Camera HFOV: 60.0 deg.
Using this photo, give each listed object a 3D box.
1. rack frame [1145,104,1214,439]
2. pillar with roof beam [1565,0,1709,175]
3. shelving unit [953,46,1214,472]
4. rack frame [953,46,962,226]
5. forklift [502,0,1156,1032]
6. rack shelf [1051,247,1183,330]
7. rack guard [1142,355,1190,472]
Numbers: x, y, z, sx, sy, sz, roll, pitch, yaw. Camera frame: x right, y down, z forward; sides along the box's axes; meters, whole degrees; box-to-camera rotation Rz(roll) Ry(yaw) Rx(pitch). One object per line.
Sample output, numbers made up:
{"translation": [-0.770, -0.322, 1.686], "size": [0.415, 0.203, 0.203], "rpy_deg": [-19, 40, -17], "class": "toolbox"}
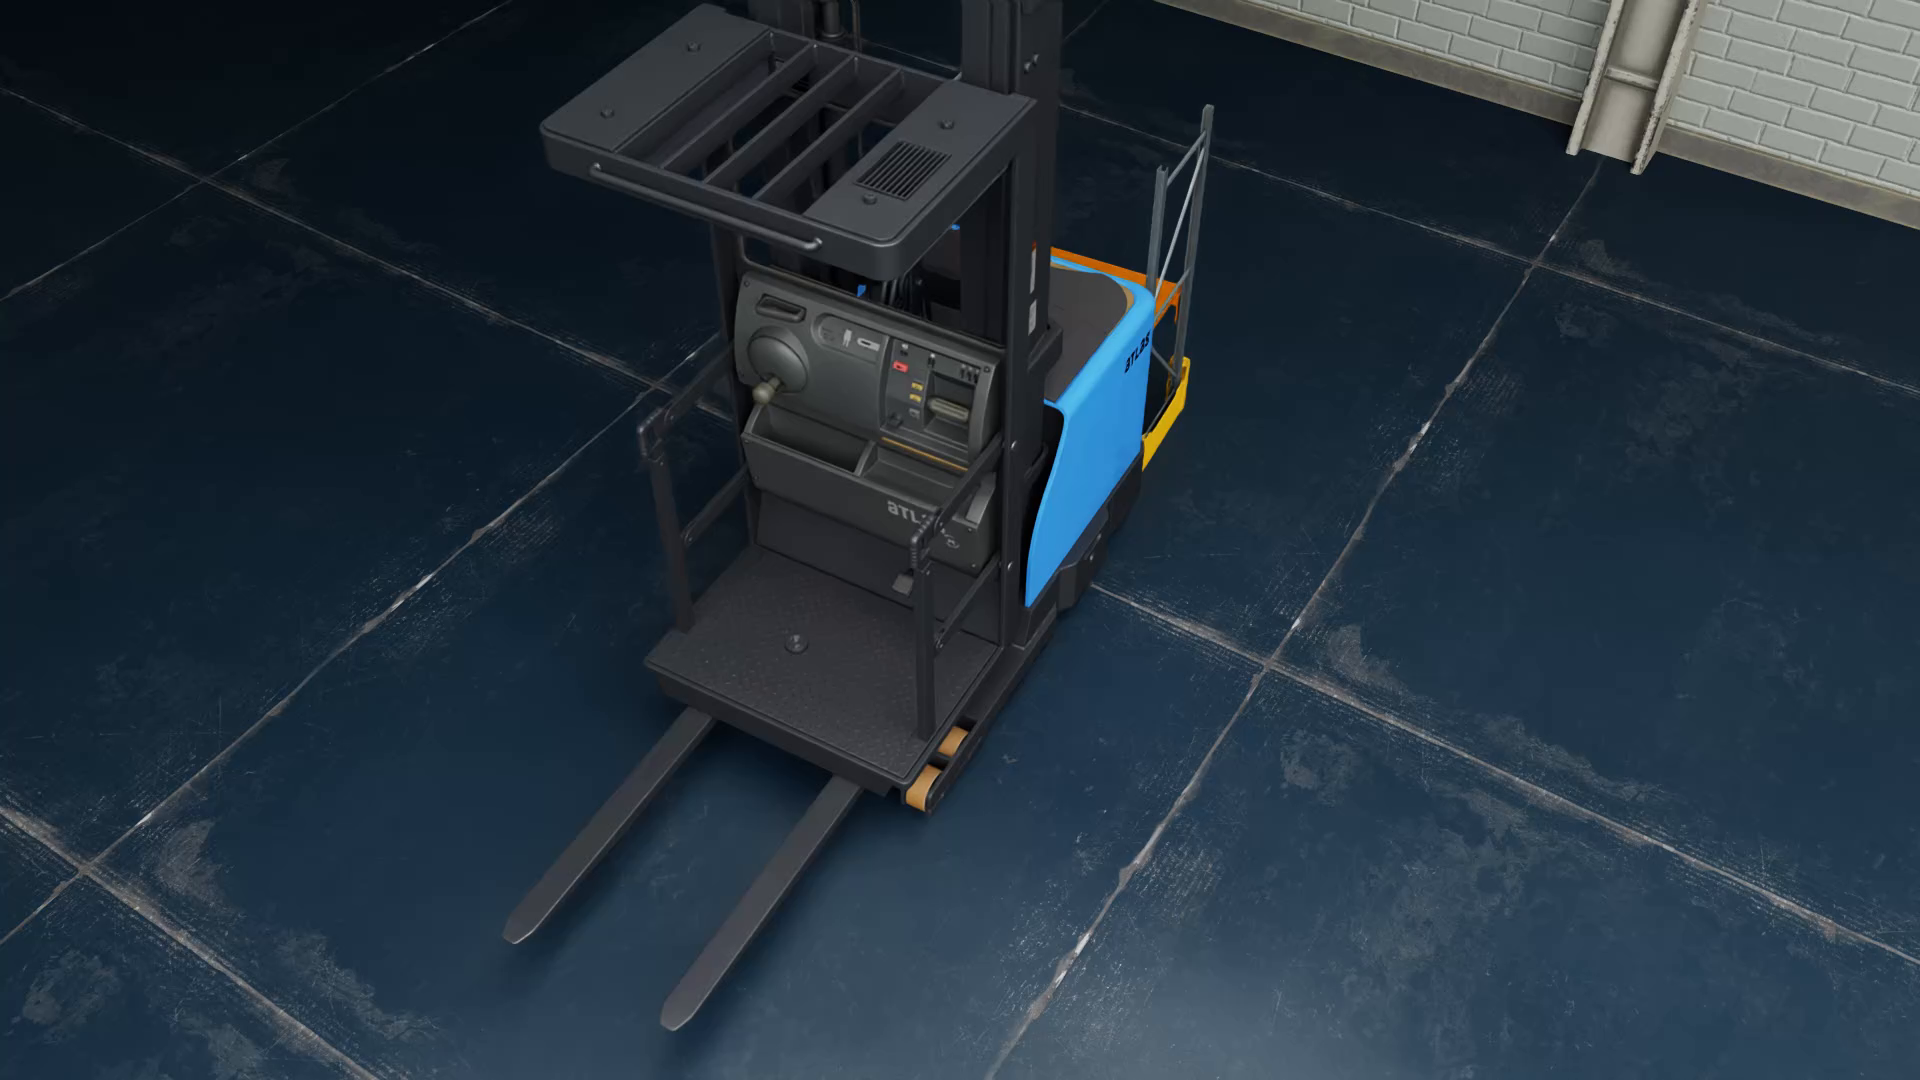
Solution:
{"translation": [0.829, -0.952, 6.629], "size": [0.032, 1.500, 0.500], "rpy_deg": [20, 49, 18], "class": "rack frame"}
{"translation": [1.101, -2.588, 2.990], "size": [0.400, 9.000, 9.100], "rpy_deg": [25, 51, 22], "class": "pillar with roof beam"}
{"translation": [0.384, -1.115, 6.787], "size": [1.083, 1.500, 0.587], "rpy_deg": [20, 49, 18], "class": "shelving unit"}
{"translation": [-0.077, -1.283, 6.951], "size": [0.032, 1.500, 0.500], "rpy_deg": [20, 49, 18], "class": "rack frame"}
{"translation": [-0.416, -0.451, 5.145], "size": [1.130, 2.935, 3.031], "rpy_deg": [22, 50, 20], "class": "forklift"}
{"translation": [0.376, -0.992, 6.919], "size": [1.000, 0.185, 0.538], "rpy_deg": [20, 49, 18], "class": "rack shelf"}
{"translation": [0.828, -0.517, 7.078], "size": [0.087, 0.250, 0.587], "rpy_deg": [20, 49, 18], "class": "rack guard"}
